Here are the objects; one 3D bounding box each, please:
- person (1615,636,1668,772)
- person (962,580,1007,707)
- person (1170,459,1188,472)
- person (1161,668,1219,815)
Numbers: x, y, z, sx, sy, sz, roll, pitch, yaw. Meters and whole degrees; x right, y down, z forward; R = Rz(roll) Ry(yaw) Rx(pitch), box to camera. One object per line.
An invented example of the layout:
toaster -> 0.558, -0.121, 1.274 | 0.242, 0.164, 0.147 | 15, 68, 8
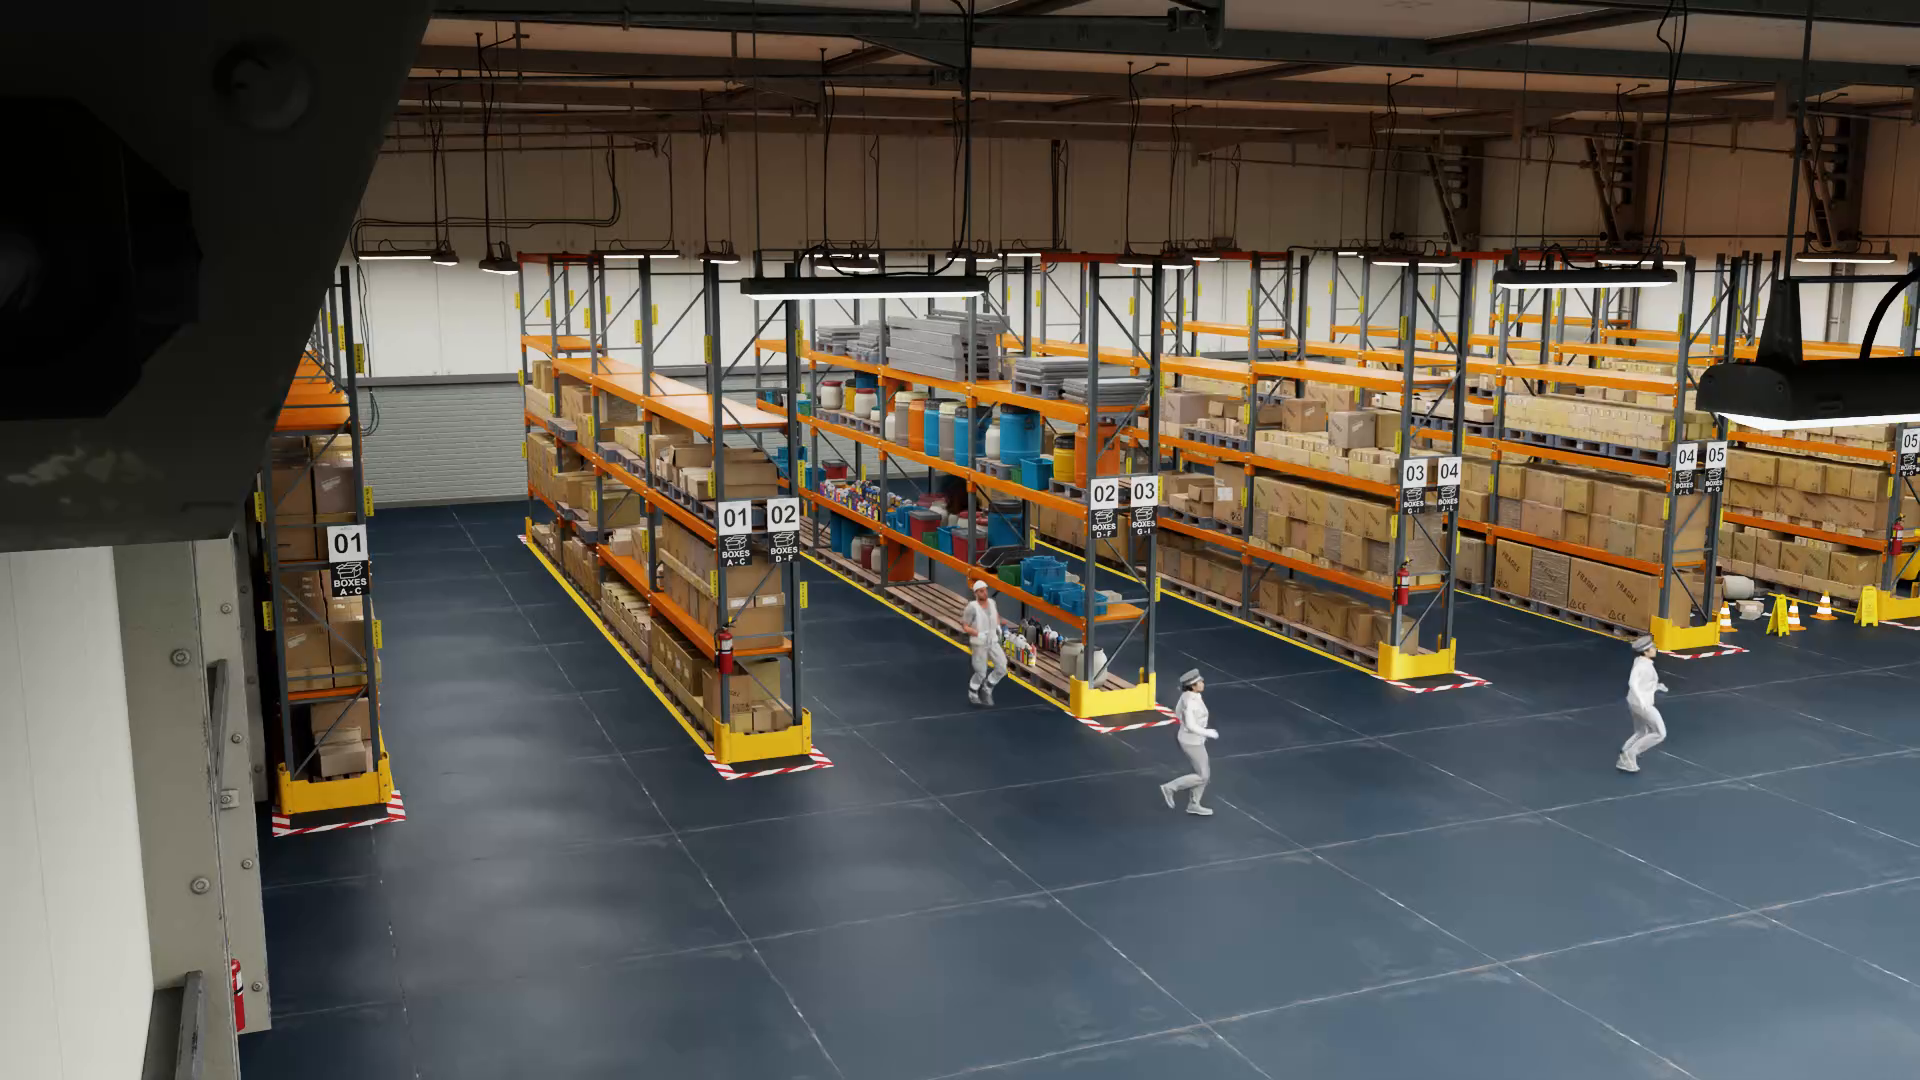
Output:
person -> 8.105, 1.946, 19.714 | 0.532, 1.661, 0.667 | 3, 11, 14
person -> 0.349, 1.407, 22.460 | 0.673, 1.751, 0.656 | -6, 12, -32
person -> 5.544, -2.085, 41.613 | 0.617, 1.711, 0.721 | 3, 11, 17
person -> 2.519, 2.218, 18.313 | 0.620, 1.657, 0.616 | 0, 10, -1
